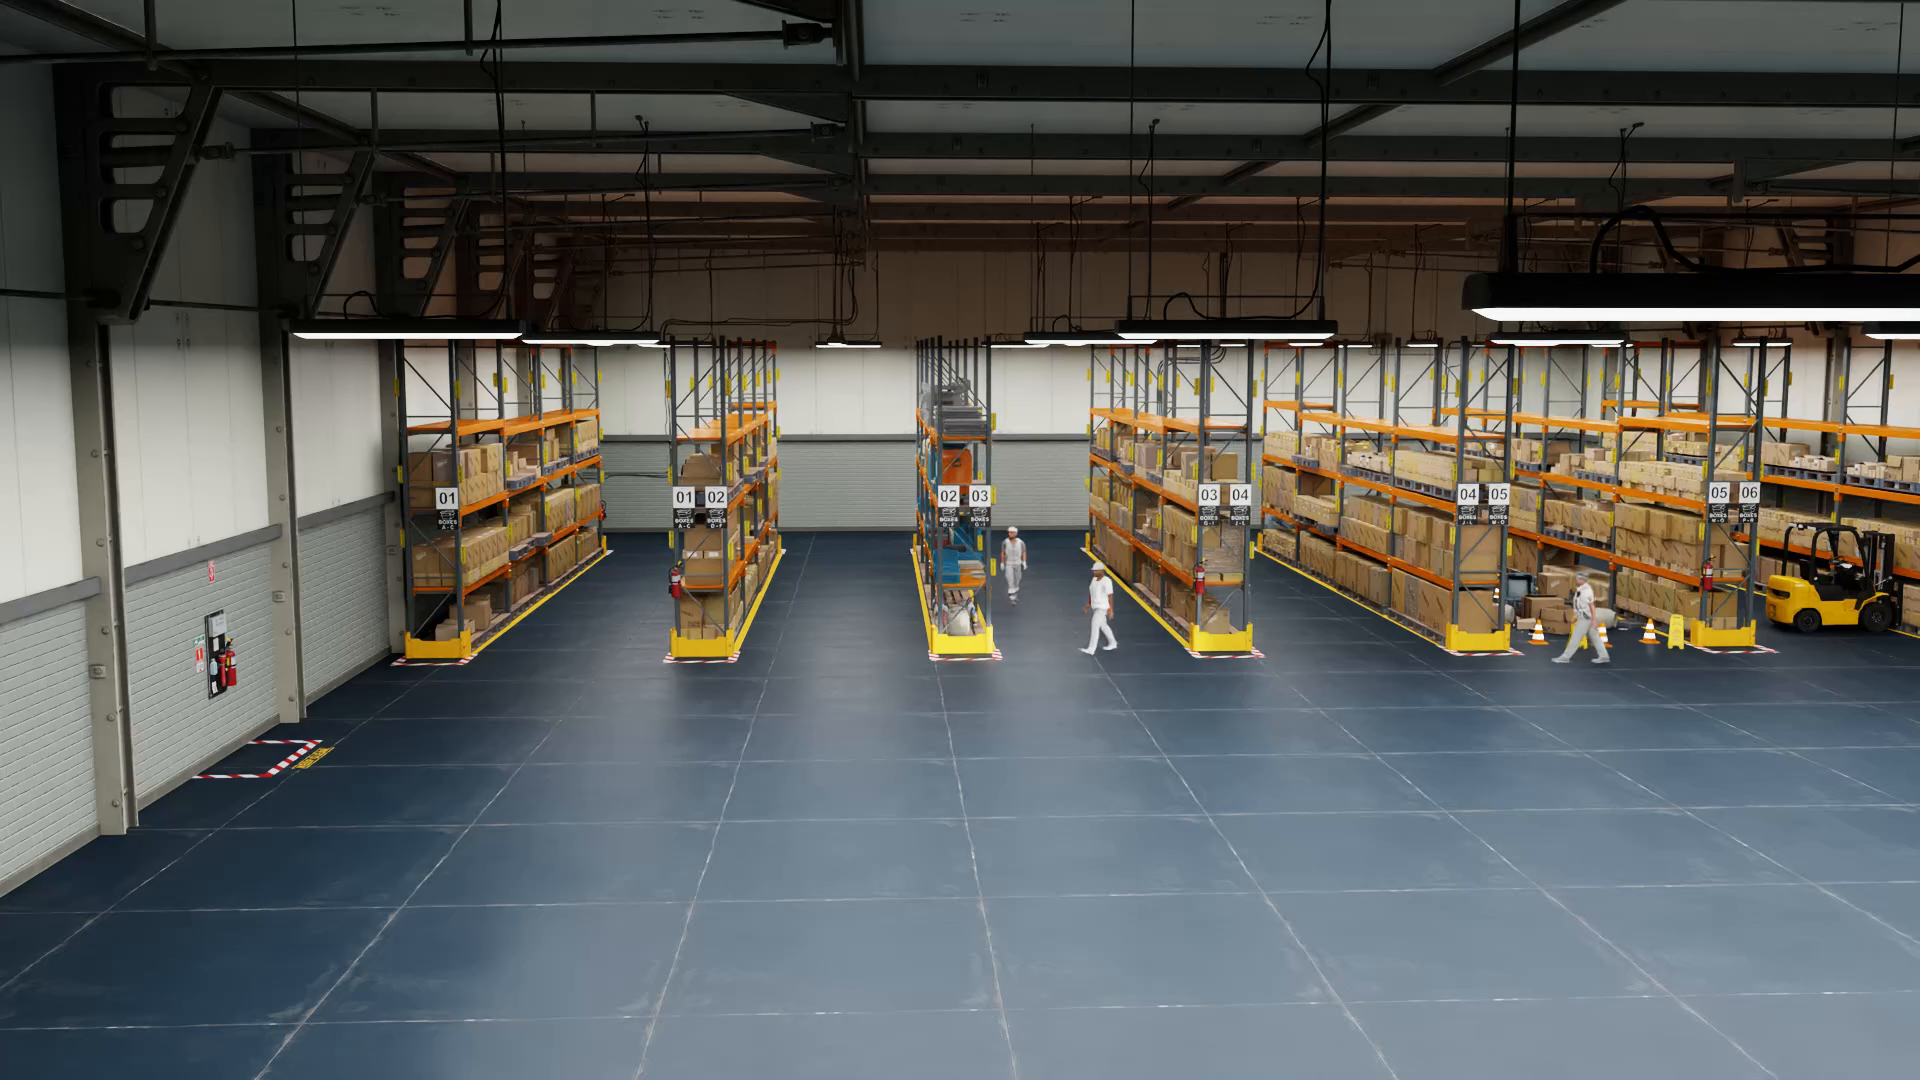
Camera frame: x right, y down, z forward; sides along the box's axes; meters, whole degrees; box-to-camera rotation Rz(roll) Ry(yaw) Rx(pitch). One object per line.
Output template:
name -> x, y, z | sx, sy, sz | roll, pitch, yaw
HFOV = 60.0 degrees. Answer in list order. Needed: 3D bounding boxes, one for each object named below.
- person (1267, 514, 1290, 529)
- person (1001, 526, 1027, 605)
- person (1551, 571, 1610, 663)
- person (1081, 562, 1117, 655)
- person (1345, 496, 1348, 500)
person -> 9.819, -1.012, 51.725 | 0.995, 1.731, 0.555 | -2, 7, -14
person -> 1.220, 0.571, 37.479 | 0.565, 1.744, 0.978 | -1, 7, -5
person -> 11.376, 1.402, 30.411 | 1.038, 1.691, 0.585 | 2, 7, 14
person -> 2.622, 1.283, 31.585 | 0.896, 1.746, 0.563 | -2, 7, -20
person -> 10.945, -0.387, 46.653 | 0.546, 1.657, 0.572 | -2, 7, -19
